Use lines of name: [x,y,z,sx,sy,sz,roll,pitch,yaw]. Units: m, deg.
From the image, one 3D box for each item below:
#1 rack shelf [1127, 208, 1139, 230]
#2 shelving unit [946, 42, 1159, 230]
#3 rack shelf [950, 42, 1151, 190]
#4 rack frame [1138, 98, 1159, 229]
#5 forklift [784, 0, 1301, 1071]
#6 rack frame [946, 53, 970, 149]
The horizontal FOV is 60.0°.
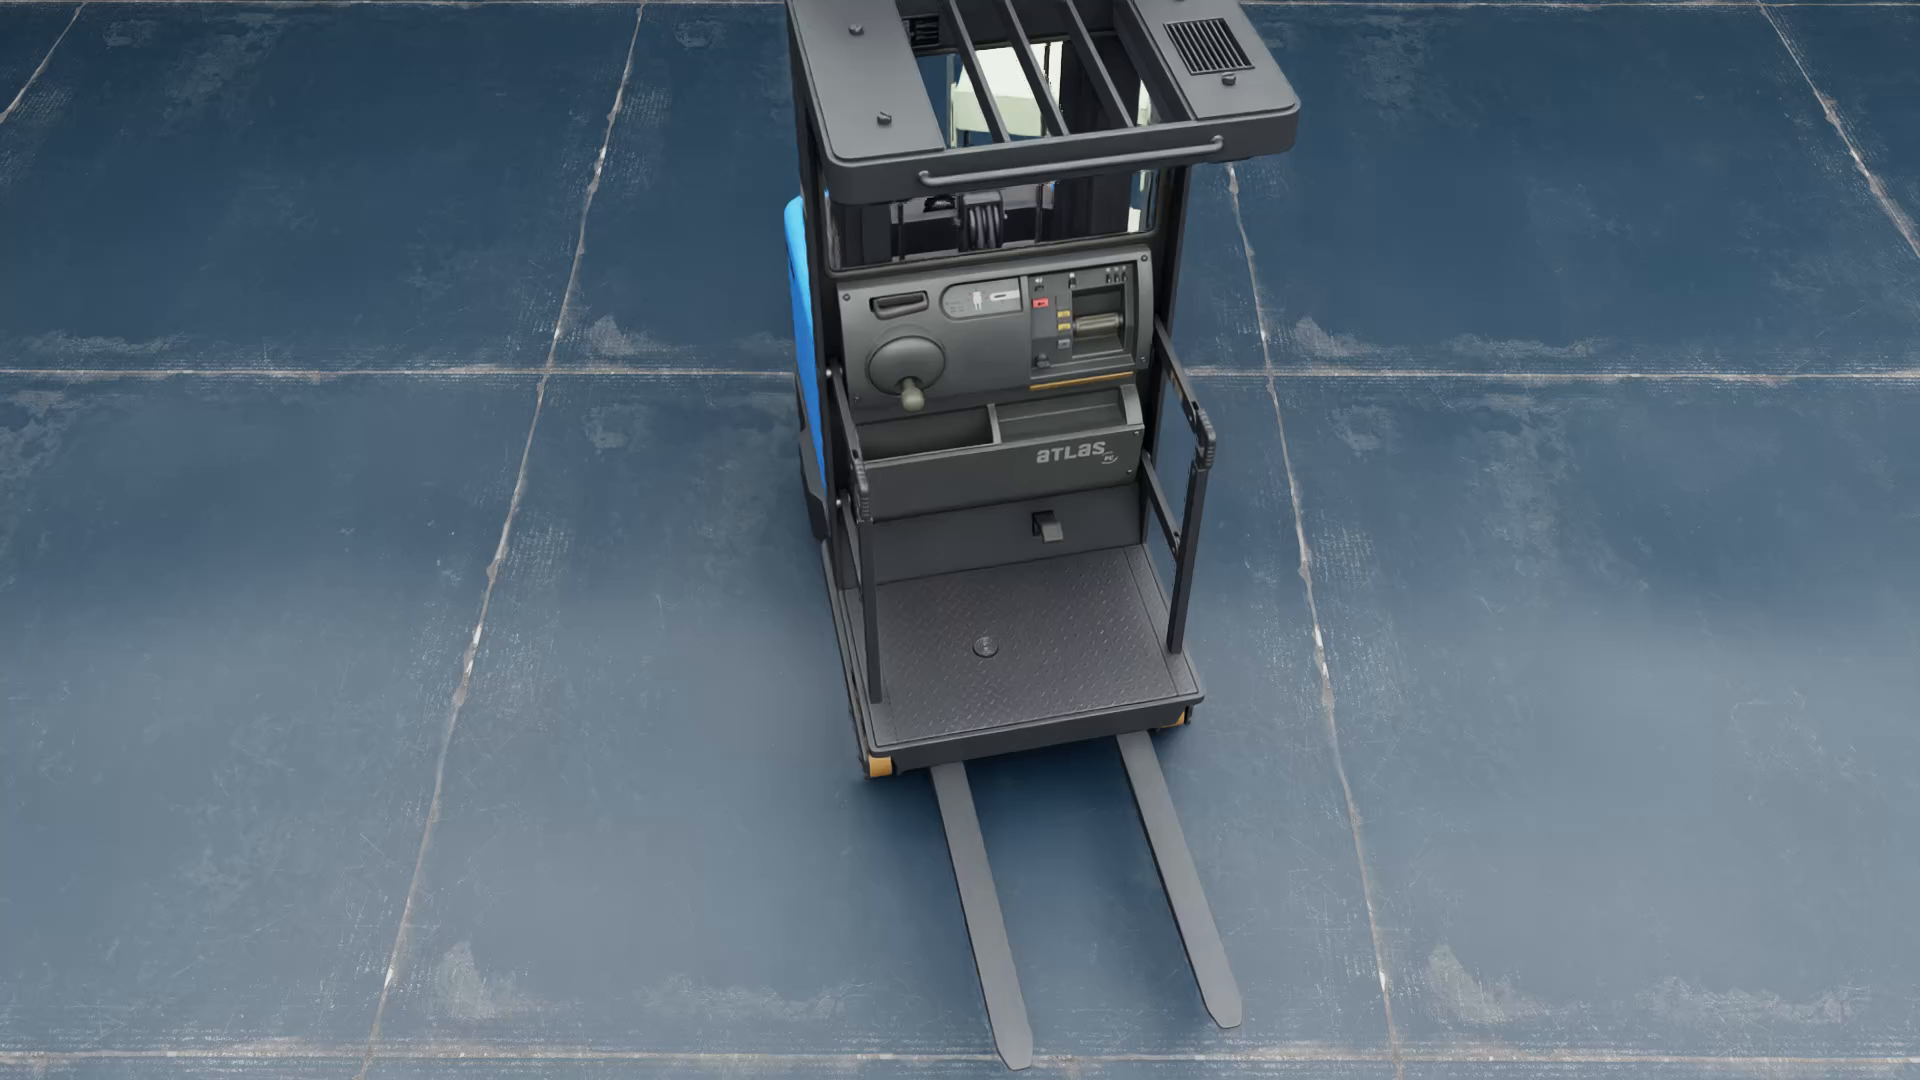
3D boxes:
rack shelf: [0.355,-1.122,6.715,0.720,0.370,0.431,7,47,7]
shelving unit: [0.355,-1.345,6.477,0.755,1.500,0.431,7,47,7]
rack shelf: [0.355,-1.612,6.192,0.720,0.370,0.431,7,47,7]
rack frame: [0.716,-1.300,6.435,0.023,1.500,0.400,7,47,7]
forklift: [0.158,-0.518,4.730,1.130,2.935,3.031,-9,48,-8]
rack frame: [-0.006,-1.390,6.518,0.023,1.500,0.400,7,47,7]
